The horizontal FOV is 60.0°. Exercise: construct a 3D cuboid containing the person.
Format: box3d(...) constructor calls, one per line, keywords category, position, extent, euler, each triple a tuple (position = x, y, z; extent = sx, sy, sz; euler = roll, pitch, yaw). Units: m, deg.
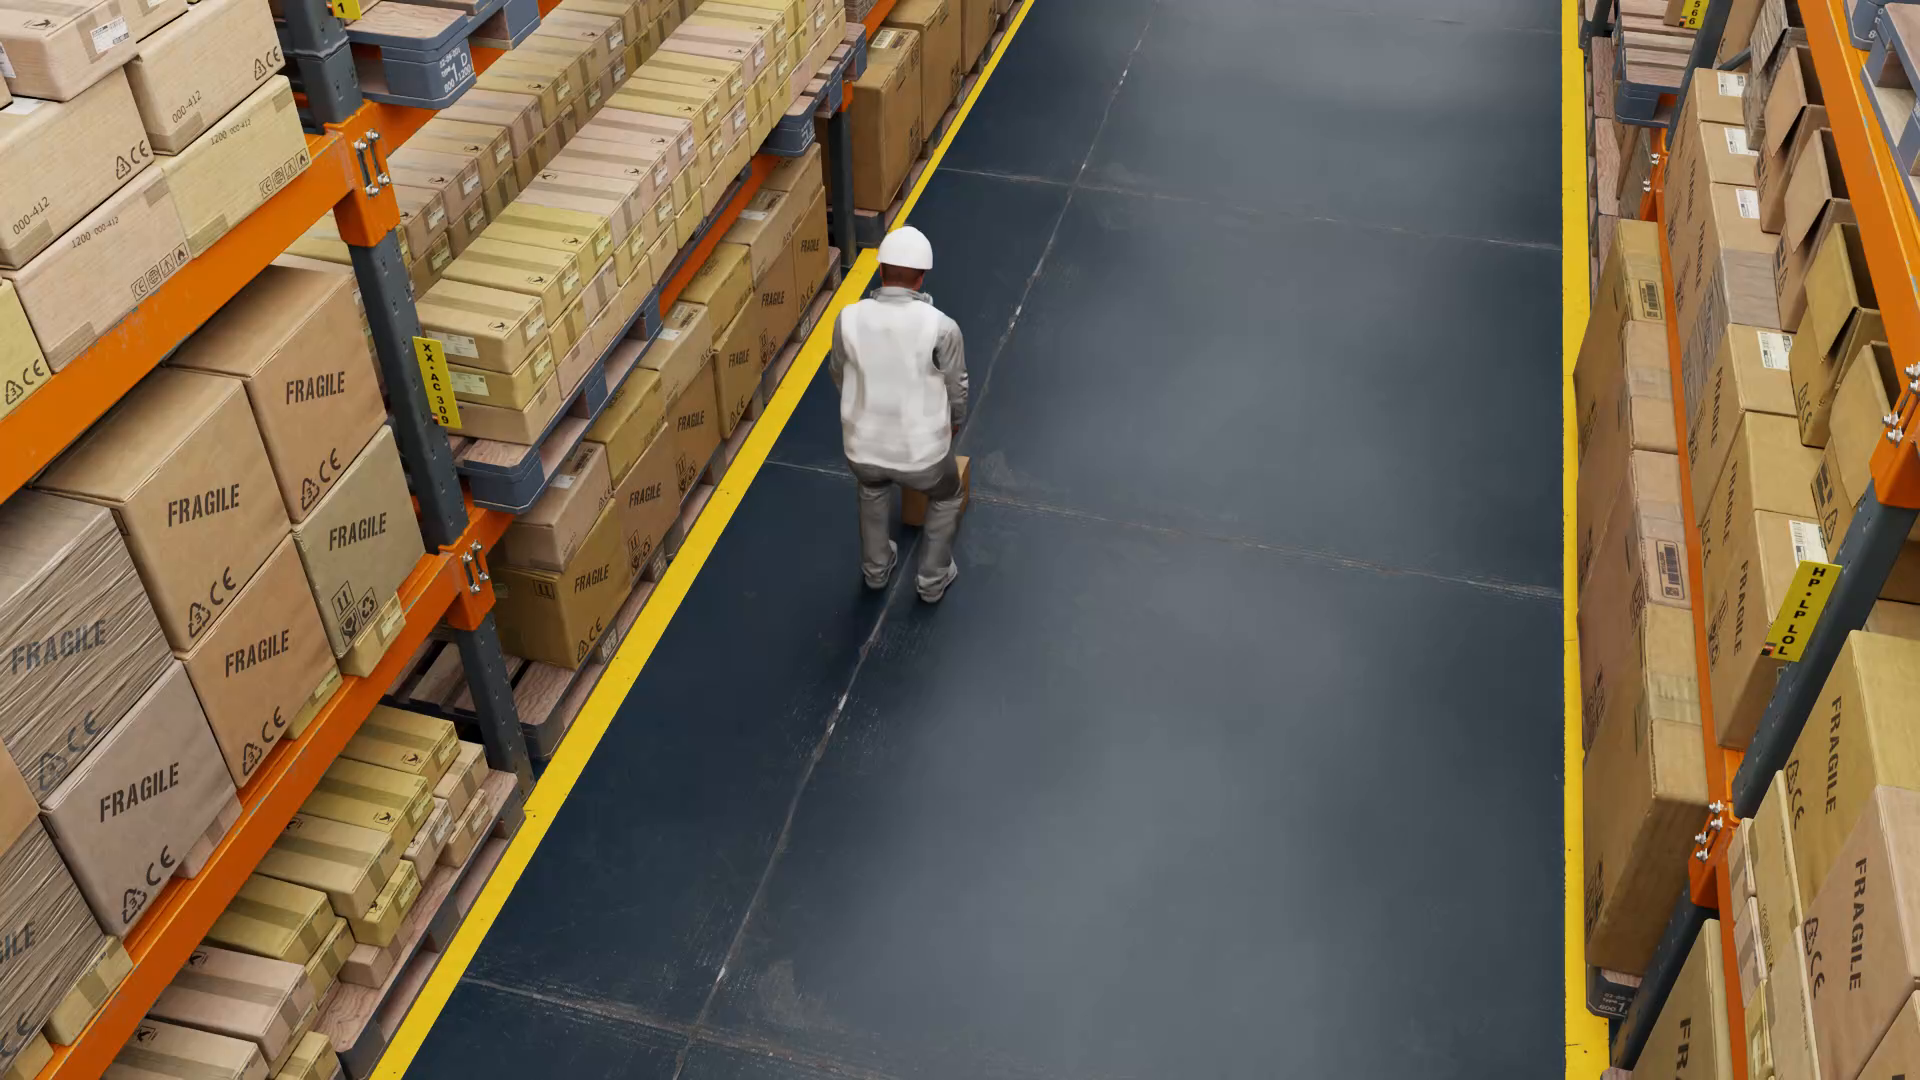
box3d(category="person", position=(-0.193, -0.261, 7.145), extent=(0.530, 0.871, 0.920), euler=(10, 42, 11))
